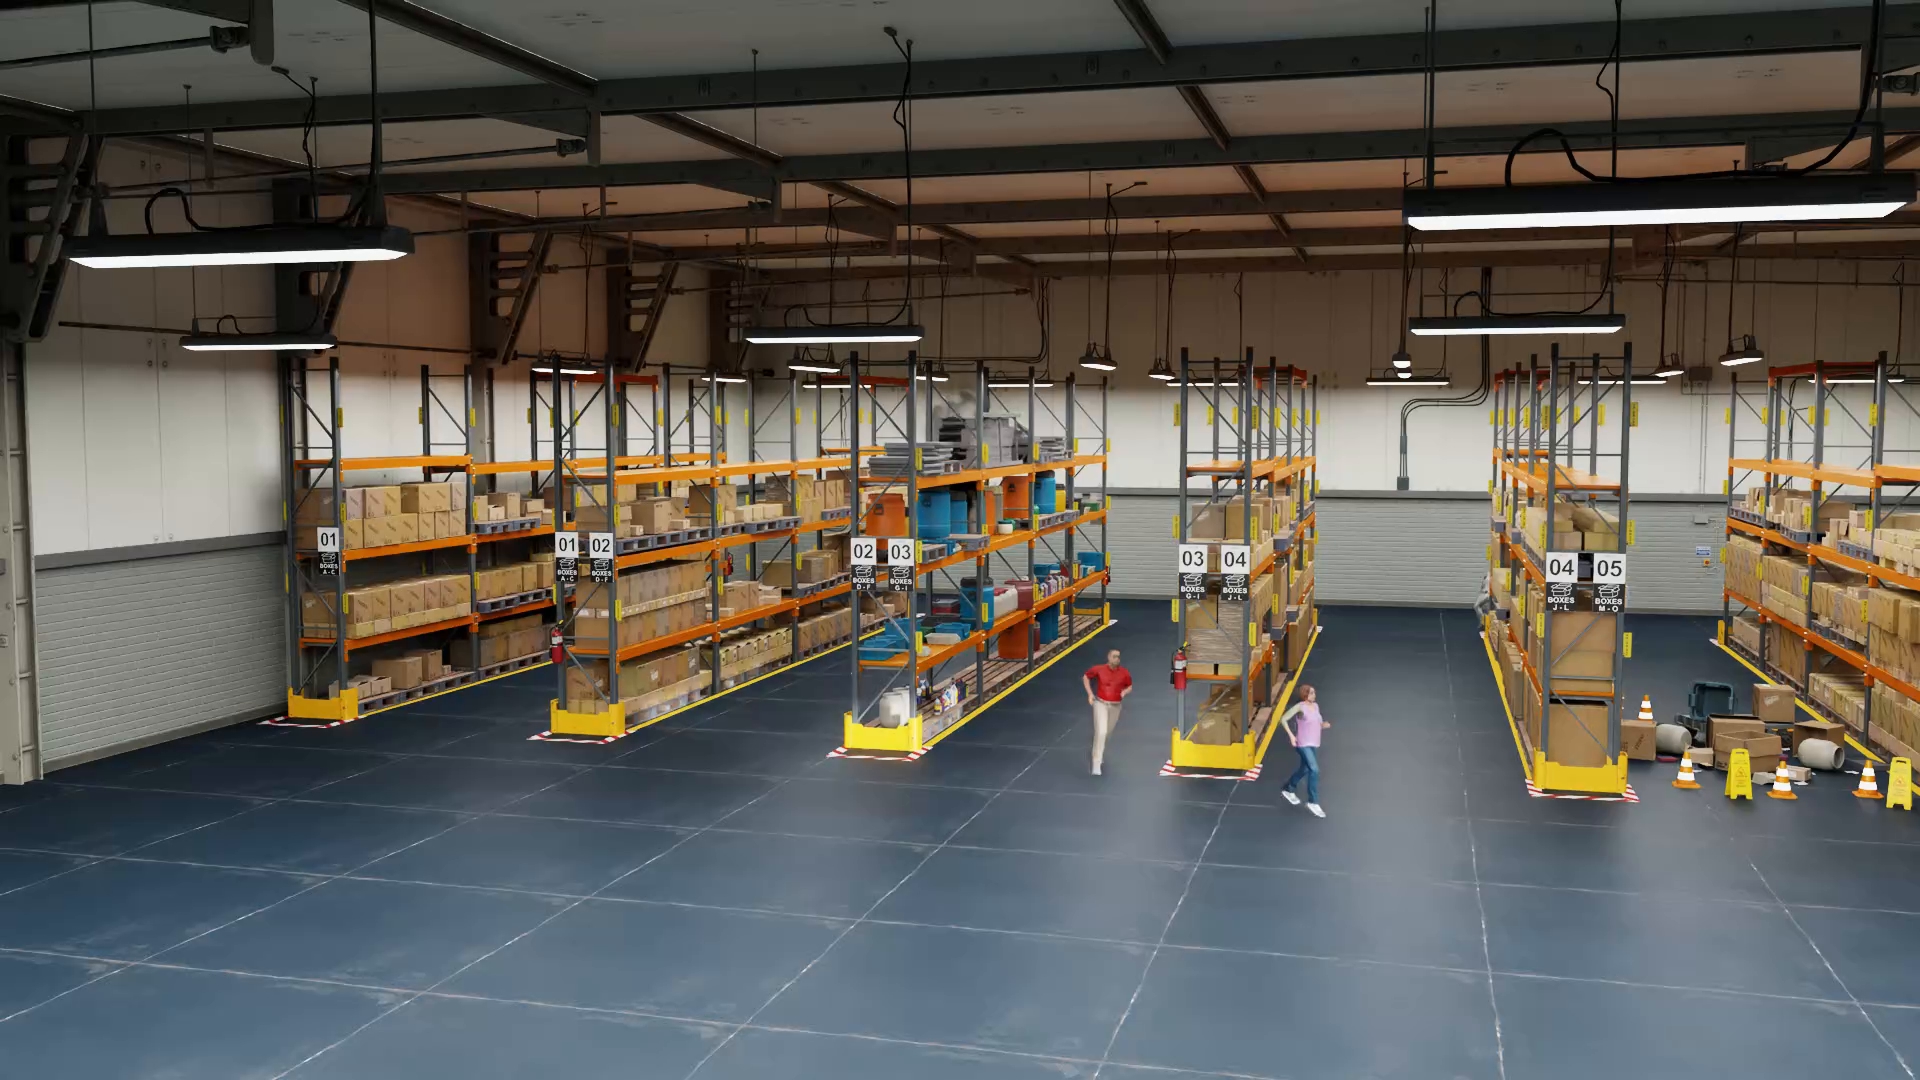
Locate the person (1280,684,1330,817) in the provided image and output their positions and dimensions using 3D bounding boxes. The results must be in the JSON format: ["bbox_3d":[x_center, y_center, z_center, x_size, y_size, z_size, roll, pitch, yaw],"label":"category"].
[{"bbox_3d":[4.383,2.643,21.131,0.513,1.641,0.742,-4,6,-44],"label":"person"}]

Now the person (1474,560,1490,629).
[{"bbox_3d":[12.448,1.310,39.275,0.590,1.692,0.660,3,5,35],"label":"person"}]

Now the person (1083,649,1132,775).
[{"bbox_3d":[2.112,2.430,23.746,0.689,1.766,0.811,-1,4,-15],"label":"person"}]
